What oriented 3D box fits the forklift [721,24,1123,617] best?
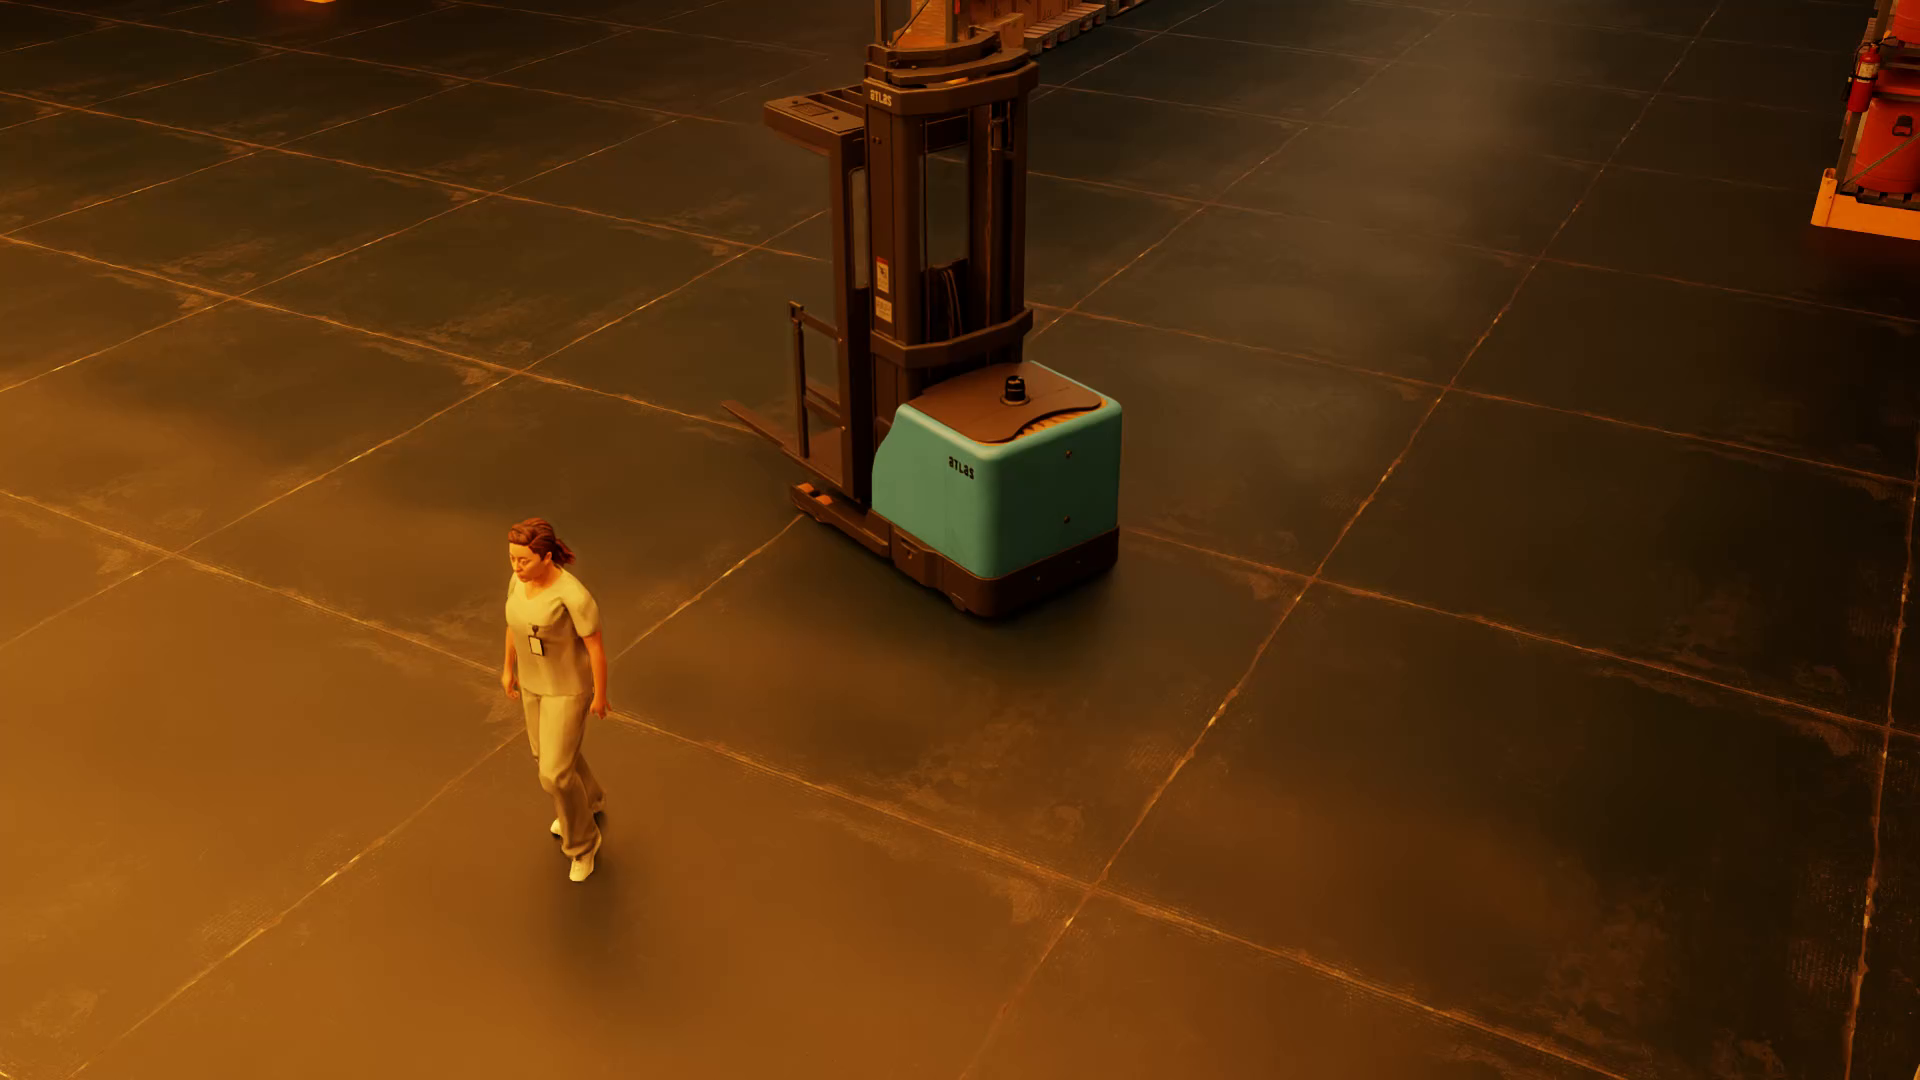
[{"bbox_3d":[-0.398,-1.517,9.699,1.130,2.935,3.031,-22,37,-33],"label":"forklift"}]

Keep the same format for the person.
[{"bbox_3d":[-1.778,0.669,7.251,0.538,1.710,0.497,19,35,30],"label":"person"}]
